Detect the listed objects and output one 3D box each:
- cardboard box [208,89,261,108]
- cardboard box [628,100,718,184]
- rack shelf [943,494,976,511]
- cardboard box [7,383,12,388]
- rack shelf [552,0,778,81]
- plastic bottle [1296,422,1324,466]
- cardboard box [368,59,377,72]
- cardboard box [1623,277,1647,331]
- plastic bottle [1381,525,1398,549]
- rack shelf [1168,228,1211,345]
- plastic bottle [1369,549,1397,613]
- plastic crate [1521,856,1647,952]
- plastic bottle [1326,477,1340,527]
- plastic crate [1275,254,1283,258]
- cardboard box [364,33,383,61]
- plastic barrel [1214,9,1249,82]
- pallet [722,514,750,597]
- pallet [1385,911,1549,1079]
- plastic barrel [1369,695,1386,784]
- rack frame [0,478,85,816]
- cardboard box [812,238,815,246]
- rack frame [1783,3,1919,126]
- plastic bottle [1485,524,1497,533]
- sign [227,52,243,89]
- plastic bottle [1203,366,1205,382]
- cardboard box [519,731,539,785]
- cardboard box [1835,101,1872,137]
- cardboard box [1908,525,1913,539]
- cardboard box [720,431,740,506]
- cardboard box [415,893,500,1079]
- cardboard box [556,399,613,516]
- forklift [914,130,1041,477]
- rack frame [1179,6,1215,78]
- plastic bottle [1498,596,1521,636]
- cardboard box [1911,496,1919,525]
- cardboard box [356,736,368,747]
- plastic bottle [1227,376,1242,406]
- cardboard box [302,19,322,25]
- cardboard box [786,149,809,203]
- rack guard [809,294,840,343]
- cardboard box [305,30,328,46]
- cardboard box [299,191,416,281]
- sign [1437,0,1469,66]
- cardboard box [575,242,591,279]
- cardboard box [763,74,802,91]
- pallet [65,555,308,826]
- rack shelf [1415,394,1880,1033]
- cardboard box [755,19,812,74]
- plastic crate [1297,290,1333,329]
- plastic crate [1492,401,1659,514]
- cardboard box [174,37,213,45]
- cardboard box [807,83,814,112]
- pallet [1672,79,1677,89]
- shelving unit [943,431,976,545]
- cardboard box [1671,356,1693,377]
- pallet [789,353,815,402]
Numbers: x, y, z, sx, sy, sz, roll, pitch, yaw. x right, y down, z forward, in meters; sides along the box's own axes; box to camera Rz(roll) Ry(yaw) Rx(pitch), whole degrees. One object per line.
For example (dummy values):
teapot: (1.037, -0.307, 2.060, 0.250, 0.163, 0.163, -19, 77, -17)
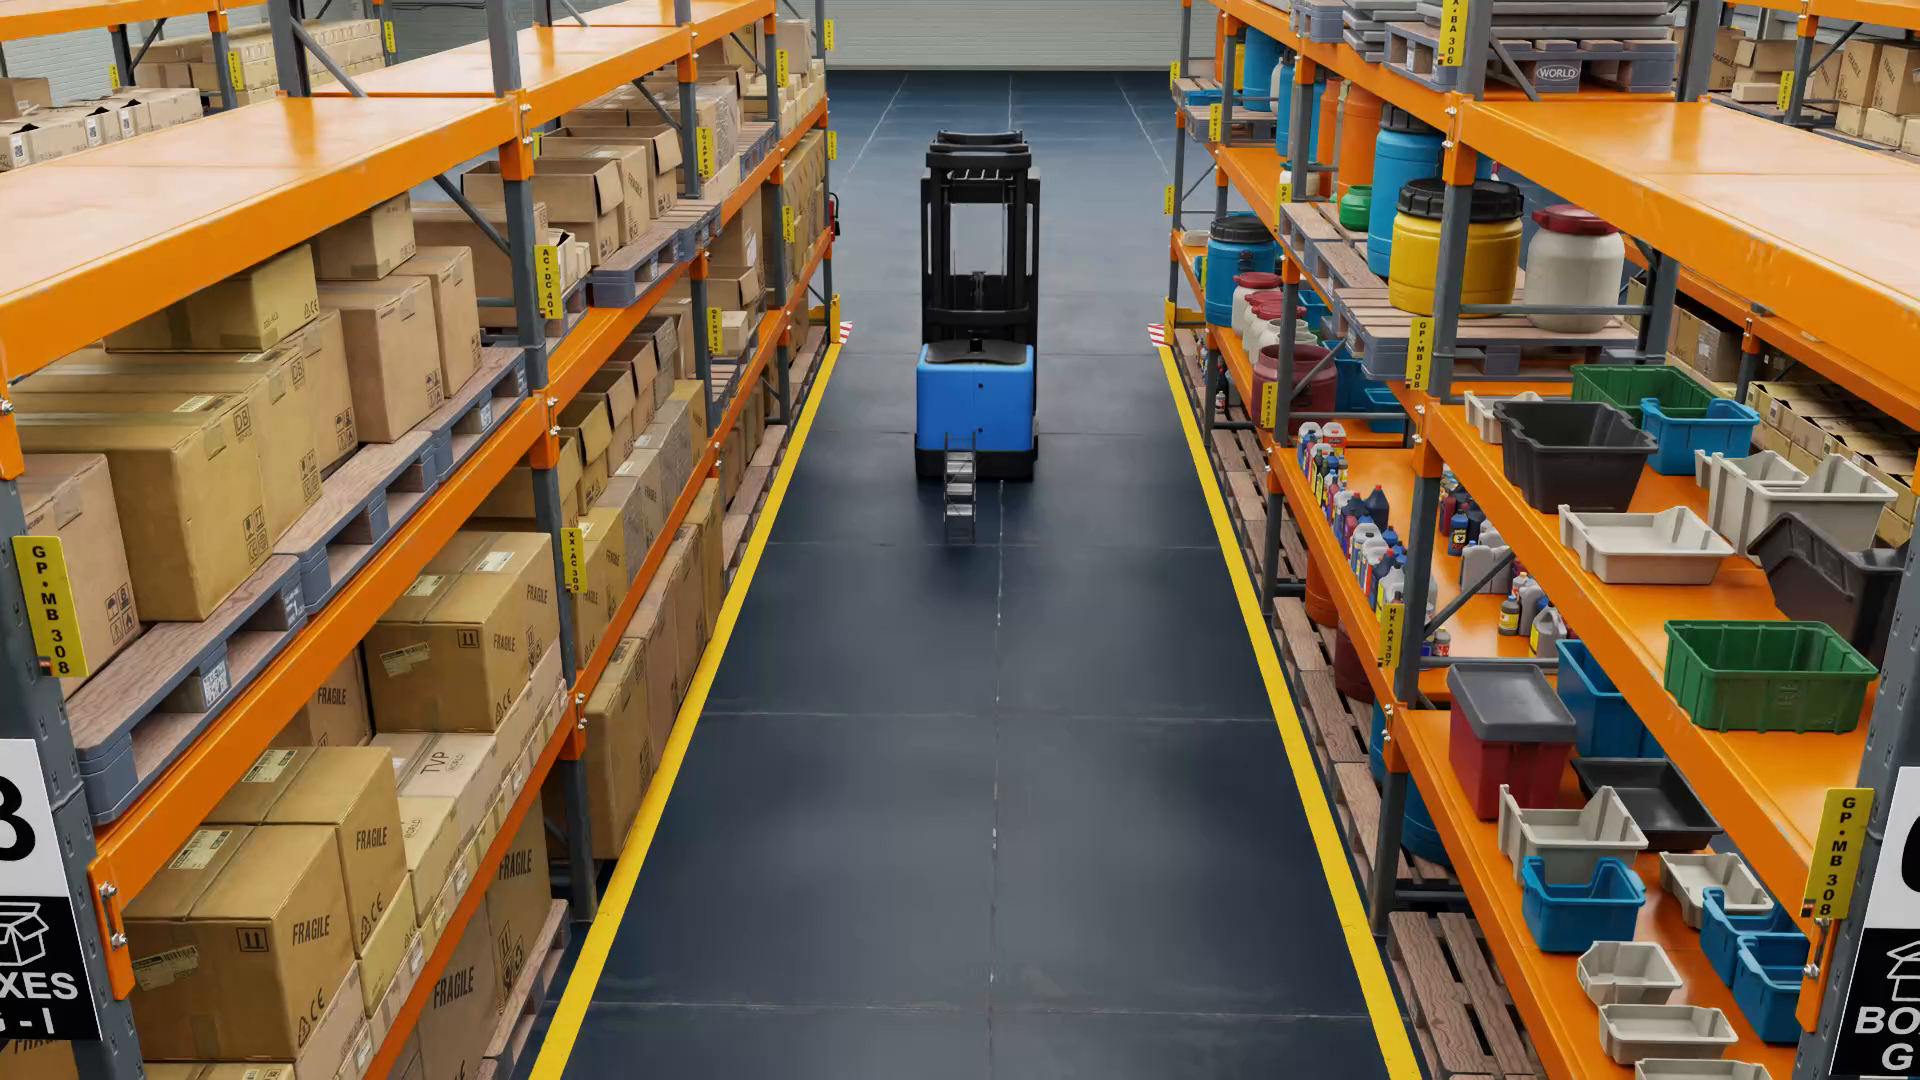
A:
cardboard box: (-6.731, -4.102, 15.437, 0.380, 0.149, 0.250, 0, 21, 1)
cardboard box: (-1.978, -2.759, 11.516, 0.500, 0.500, 0.500, 1, 21, 2)
rack shelf: (0.000, -0.302, 13.403, 0.258, 0.077, 0.200, 1, 21, 2)
cardboard box: (-6.764, -1.038, 11.414, 0.380, 0.149, 0.250, 1, 21, 3)
rack shelf: (-2.189, -3.912, 12.718, 1.077, 0.370, 4.000, 1, 21, 2)
plastic bottle: (2.365, -0.648, 11.224, 0.152, 0.276, 0.135, 1, 21, 2)
cardboard box: (-6.641, -5.206, 18.281, 0.380, 0.149, 0.250, 1, 21, 2)
cardboard box: (7.644, -2.587, 18.233, 0.500, 0.500, 0.500, 1, 21, 2)
plastic bottle: (2.431, 0.049, 9.434, 0.097, 0.271, 0.097, 0, 21, 0)
rack shelf: (2.884, -2.693, 17.317, 1.077, 0.370, 4.000, 1, 21, 2)
plastic bottle: (2.286, 0.207, 8.916, 0.144, 0.351, 0.185, 1, 21, 2)
plastic crate: (2.264, 1.338, 6.082, 0.416, 0.233, 0.300, 1, 21, 2)
plastic bottle: (2.284, -0.234, 10.148, 0.061, 0.283, 0.133, 1, 21, 2)
plastic crate: (3.146, -2.694, 16.619, 0.450, 0.188, 0.662, 1, 21, 2)
cardboard box: (-6.696, -5.427, 18.299, 0.500, 0.250, 0.500, 1, 21, 2)
plastic barrel: (3.057, -5.369, 17.898, 0.600, 0.830, 0.708, 1, 21, 2)
pallet: (-2.224, 0.104, 12.969, 1.003, 0.211, 1.213, 1, 21, 2)
pallet: (2.596, 2.154, 7.687, 1.003, 0.211, 1.213, 1, 21, 2)
plastic barrel: (2.635, 0.917, 9.339, 0.600, 0.901, 0.708, 1, 21, 2)
rack frame: (-2.493, -0.818, 3.197, 1.000, 3.000, 0.127, 1, 21, 2)
cardboard box: (-1.796, -3.312, 18.265, 0.380, 0.149, 0.250, 1, 21, 2)
rack frame: (7.774, -5.046, 14.094, 1.000, 3.000, 0.127, 1, 21, 2)
plastic bottle: (3.041, 0.024, 9.499, 0.097, 0.271, 0.097, 0, 21, 0)
sign: (-6.540, -4.235, 14.999, 0.100, 0.325, 0.005, 1, 21, 2)
plastic bottle: (2.555, -1.730, 17.100, 0.097, 0.201, 0.097, 0, 21, 0)
cardboard box: (-2.068, 0.950, 7.282, 0.380, 0.149, 0.250, 0, 21, 1)
cardboard box: (7.746, -3.551, 14.014, 0.500, 0.250, 0.500, 3, 21, 7)
cardboard box: (7.424, 0.090, 12.371, 0.500, 0.250, 0.500, 1, 21, 3)
cardboard box: (-2.235, -0.601, 13.780, 0.700, 0.500, 0.500, 2, 21, 6)
cardboard box: (-2.498, 1.891, 6.866, 0.875, 0.875, 0.875, 1, 21, 2)
cardboard box: (-2.327, -0.461, 9.044, 0.797, 0.503, 0.637, 1, 21, 2)
forklift: (0.198, -2.412, 15.695, 1.130, 2.935, 3.031, 1, 21, 3)
rack frame: (2.945, -6.548, 17.966, 1.000, 3.000, 0.127, 1, 21, 2)
plastic bottle: (2.860, 0.390, 8.652, 0.097, 0.201, 0.097, 0, 21, 0)
cardboard box: (7.422, -0.171, 12.267, 0.500, 0.311, 0.500, 1, 21, 3)
cardboard box: (-2.677, 0.998, 6.606, 0.500, 0.250, 0.500, 1, 21, 3)
plastic bottle: (2.699, -1.510, 16.327, 0.144, 0.351, 0.185, 1, 21, 2)
cardboard box: (-7.289, -5.675, 18.389, 0.380, 0.149, 0.250, 1, 21, 2)
cardboard box: (-1.826, -3.714, 17.021, 0.500, 0.500, 0.500, 1, 21, 2)
rack guard: (-2.008, -2.613, 19.573, 1.175, 0.500, 0.348, 1, 21, 2)
cardboard box: (-6.678, -5.116, 16.946, 0.380, 0.149, 0.250, 1, 21, 2)
cardboard box: (-2.406, -1.164, 6.343, 0.500, 0.250, 0.500, -1, 21, -2)
sign: (2.030, -2.119, 6.839, 0.100, 0.325, 0.005, 1, 21, 2)
cardboard box: (-2.176, -1.481, 8.819, 0.380, 0.149, 0.250, 0, 21, -1)
cardboard box: (-1.804, -4.648, 16.870, 0.380, 0.149, 0.250, 0, 21, -1)
pallet: (-2.481, 0.354, 4.447, 1.003, 0.211, 1.213, 1, 21, 2)
rack shelf: (2.519, 0.247, 5.593, 1.077, 0.370, 4.000, 1, 21, 2)
cardboard box: (-1.800, -5.060, 17.035, 0.500, 0.500, 0.500, 1, 21, 2)
plastic crate: (3.100, -1.896, 14.290, 0.392, 0.384, 0.575, 1, 21, 2)
plastic crate: (2.268, -0.304, 6.200, 0.497, 0.269, 0.590, 1, 21, 2)
cardboard box: (-7.366, -4.755, 16.016, 0.380, 0.149, 0.250, 1, 21, 3)
cardboard box: (-1.803, -4.592, 17.277, 0.500, 0.250, 0.500, 1, 21, 3)
pallet: (7.848, -4.798, 17.722, 1.003, 0.211, 1.213, 1, 21, 2)
shelving unit: (0.000, -0.417, 13.359, 0.258, 0.900, 0.210, 1, 21, 2)
cardboard box: (7.595, -1.695, 16.971, 0.500, 0.250, 0.500, 1, 21, 2)
pallet: (-2.108, -1.745, 17.735, 1.003, 0.211, 1.213, 1, 21, 2)
